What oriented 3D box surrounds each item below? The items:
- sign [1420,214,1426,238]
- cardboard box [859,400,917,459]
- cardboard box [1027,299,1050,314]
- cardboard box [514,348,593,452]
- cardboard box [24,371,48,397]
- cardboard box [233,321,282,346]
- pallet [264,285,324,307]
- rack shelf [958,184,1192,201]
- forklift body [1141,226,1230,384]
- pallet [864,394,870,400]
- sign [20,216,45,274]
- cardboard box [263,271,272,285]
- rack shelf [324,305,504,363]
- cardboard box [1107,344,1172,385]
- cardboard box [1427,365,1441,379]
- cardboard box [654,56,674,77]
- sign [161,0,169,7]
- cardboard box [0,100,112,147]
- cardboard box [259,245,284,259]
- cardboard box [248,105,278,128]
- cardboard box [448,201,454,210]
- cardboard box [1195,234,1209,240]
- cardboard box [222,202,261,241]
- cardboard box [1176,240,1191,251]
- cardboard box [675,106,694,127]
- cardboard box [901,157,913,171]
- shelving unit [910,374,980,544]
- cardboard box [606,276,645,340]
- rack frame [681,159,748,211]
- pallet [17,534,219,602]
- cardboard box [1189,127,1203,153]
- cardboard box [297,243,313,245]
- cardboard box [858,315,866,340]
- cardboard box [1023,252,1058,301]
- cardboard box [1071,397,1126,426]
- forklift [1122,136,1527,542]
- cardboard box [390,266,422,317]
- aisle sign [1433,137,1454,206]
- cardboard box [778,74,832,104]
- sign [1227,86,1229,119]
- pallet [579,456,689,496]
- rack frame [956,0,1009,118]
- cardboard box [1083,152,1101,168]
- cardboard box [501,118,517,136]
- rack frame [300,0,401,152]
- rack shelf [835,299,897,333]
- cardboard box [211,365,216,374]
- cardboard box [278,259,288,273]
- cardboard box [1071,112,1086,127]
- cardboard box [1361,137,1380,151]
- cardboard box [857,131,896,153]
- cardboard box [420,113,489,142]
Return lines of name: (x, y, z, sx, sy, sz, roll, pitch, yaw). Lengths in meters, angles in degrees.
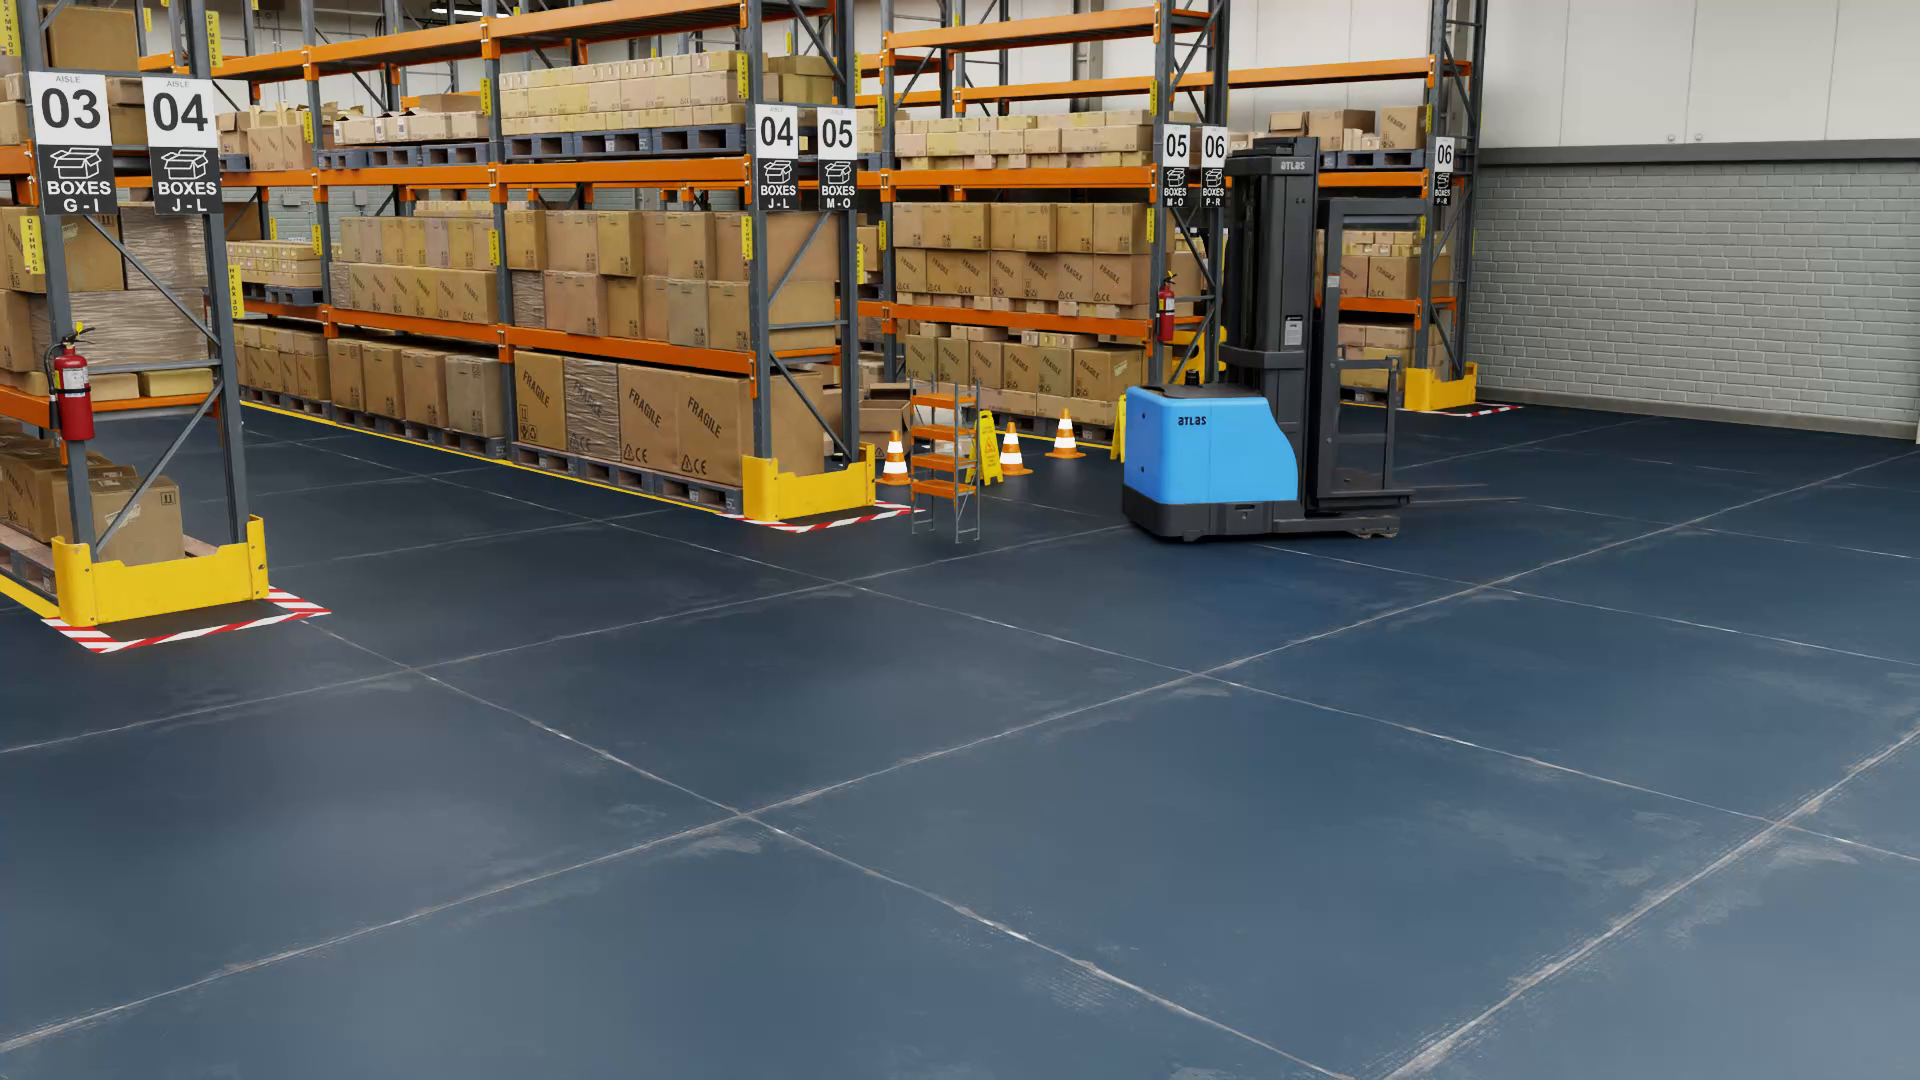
sign: (5.460, -3.723, 19.592, 0.100, 0.325, 0.005, -11, 16, -43)
cardboard box: (-0.770, -1.102, 16.513, 0.637, 0.503, 0.797, 1, 12, 6)
cardboard box: (0.927, -2.500, 17.734, 0.380, 0.149, 0.250, -11, 16, -43)
cardboard box: (-3.615, -1.364, 15.823, 0.875, 0.875, 0.875, -11, 16, -42)
cardboard box: (-5.621, -0.996, 10.434, 0.380, 0.149, 0.250, -11, 16, -43)
cardboard box: (-8.834, -2.595, 20.867, 0.500, 0.250, 0.500, -10, 16, -41)
pallet: (-7.330, -2.879, 19.429, 1.213, 0.211, 1.003, -11, 16, -43)
rack shelf: (1.718, -5.106, 24.110, 1.077, 0.370, 4.000, -11, 16, -43)
forklift body: (3.233, -2.720, 20.285, 2.313, 2.155, 1.214, -11, 16, -43)
pallet: (-1.027, -1.753, 20.395, 1.003, 0.211, 1.213, -11, 16, -43)
sign: (-5.308, -1.688, 9.517, 0.100, 0.325, 0.005, -11, 16, -43)
cardboard box: (-7.951, -3.086, 19.537, 0.380, 0.149, 0.250, -11, 16, -43)
rack shelf: (-5.379, -2.240, 17.633, 1.077, 0.370, 4.000, -11, 16, -43)
cardboard box: (1.901, -1.807, 17.664, 0.500, 0.500, 0.500, 11, 16, 43)
cardboard box: (5.664, -2.071, 20.805, 0.500, 0.250, 0.500, -11, 16, -42)
cardboard box: (-2.242, -3.821, 13.451, 0.380, 0.149, 0.250, -11, 16, -42)
sign: (-9.928, -6.830, 20.749, 0.100, 0.325, 0.005, -11, 16, -43)
cardboard box: (-5.410, -2.471, 9.909, 0.500, 0.250, 0.500, -10, 16, -41)
cardboard box: (-7.970, -3.379, 19.489, 0.380, 0.149, 0.250, -10, 15, -41)
cardboard box: (-8.131, -4.985, 19.595, 0.396, 0.266, 0.258, -11, 16, -43)
cardboard box: (-7.987, -5.373, 26.725, 0.380, 0.149, 0.250, -11, 16, -42)
cardboard box: (3.364, -4.099, 22.279, 0.380, 0.149, 0.250, -11, 16, -42)
cardboard box: (-9.658, -4.252, 22.154, 0.500, 0.500, 0.500, -10, 16, -41)
cardboard box: (3.129, -3.981, 22.444, 0.380, 0.149, 0.250, -11, 16, -43)
cardboard box: (-2.062, -3.393, 13.347, 0.380, 0.149, 0.250, -11, 16, -42)
cardboard box: (-0.450, -4.271, 18.895, 0.380, 0.149, 0.250, -11, 16, -43)
shelving unit: (-0.114, -0.612, 12.408, 0.258, 1.200, 0.503, -11, 16, -43)
cardboard box: (-2.612, -2.086, 14.731, 0.875, 0.550, 0.500, -11, 16, -43)
rack frame: (-3.250, -3.589, 22.397, 1.000, 3.000, 0.127, -11, 16, -43)
pallet: (-5.481, 0.191, 10.961, 1.003, 0.211, 1.213, -11, 16, -43)
cardboard box: (2.120, -4.073, 16.949, 0.500, 0.250, 0.500, -11, 16, -44)
cardboard box: (-7.848, -3.544, 20.288, 0.380, 0.149, 0.250, -10, 15, -41)
cardboard box: (-1.538, -3.594, 27.578, 0.500, 0.500, 0.500, 11, 16, 43)
cardboard box: (1.015, -2.804, 17.602, 0.500, 0.500, 0.500, -11, 16, -43)
cardboard box: (1.505, -1.364, 17.372, 0.500, 0.250, 0.500, -11, 16, -43)
forklift: (2.842, -1.549, 12.664, 3.031, 2.935, 1.130, -2, 12, -11)
cardboard box: (-5.602, -2.610, 17.396, 0.500, 0.500, 0.500, -11, 16, -43)
aisle sign: (5.695, -4.336, 19.582, 0.394, 0.787, 0.004, -11, 16, -43)
cardboard box: (-1.384, -3.619, 13.455, 0.500, 0.250, 0.500, -11, 16, -43)
sign: (2.667, -4.394, 16.706, 0.100, 0.325, 0.005, -11, 16, -43)
pallet: (-2.683, -0.635, 14.969, 1.003, 0.211, 1.213, -11, 16, -43)
rack frame: (0.337, -7.219, 25.151, 1.000, 3.000, 0.127, -11, 16, -43)
cardboard box: (1.471, -3.856, 16.881, 0.380, 0.149, 0.250, -10, 15, -41)
cardboard box: (-3.993, -3.801, 15.326, 0.380, 0.149, 0.250, -11, 16, -43)
rack frame: (-6.761, -5.822, 18.372, 1.000, 3.000, 0.127, -11, 16, -43)
rack shelf: (-1.869, -2.944, 21.053, 1.077, 0.370, 4.000, -11, 16, -43)
cardboard box: (-10.040, -2.287, 22.103, 0.380, 0.149, 0.250, -11, 16, -42)
cardboard box: (-7.617, -3.160, 19.160, 0.380, 0.149, 0.250, -10, 15, -40)
cardboard box: (1.350, -4.288, 17.003, 0.380, 0.149, 0.250, -11, 16, -42)
cardboard box: (5.070, -4.793, 20.141, 0.250, 0.149, 0.380, 11, 16, 44)
cardboard box: (-0.996, -4.671, 19.549, 0.500, 0.250, 0.500, -11, 16, -44)
cardboard box: (-5.010, -4.100, 16.529, 0.500, 0.250, 0.500, -11, 16, -43)
